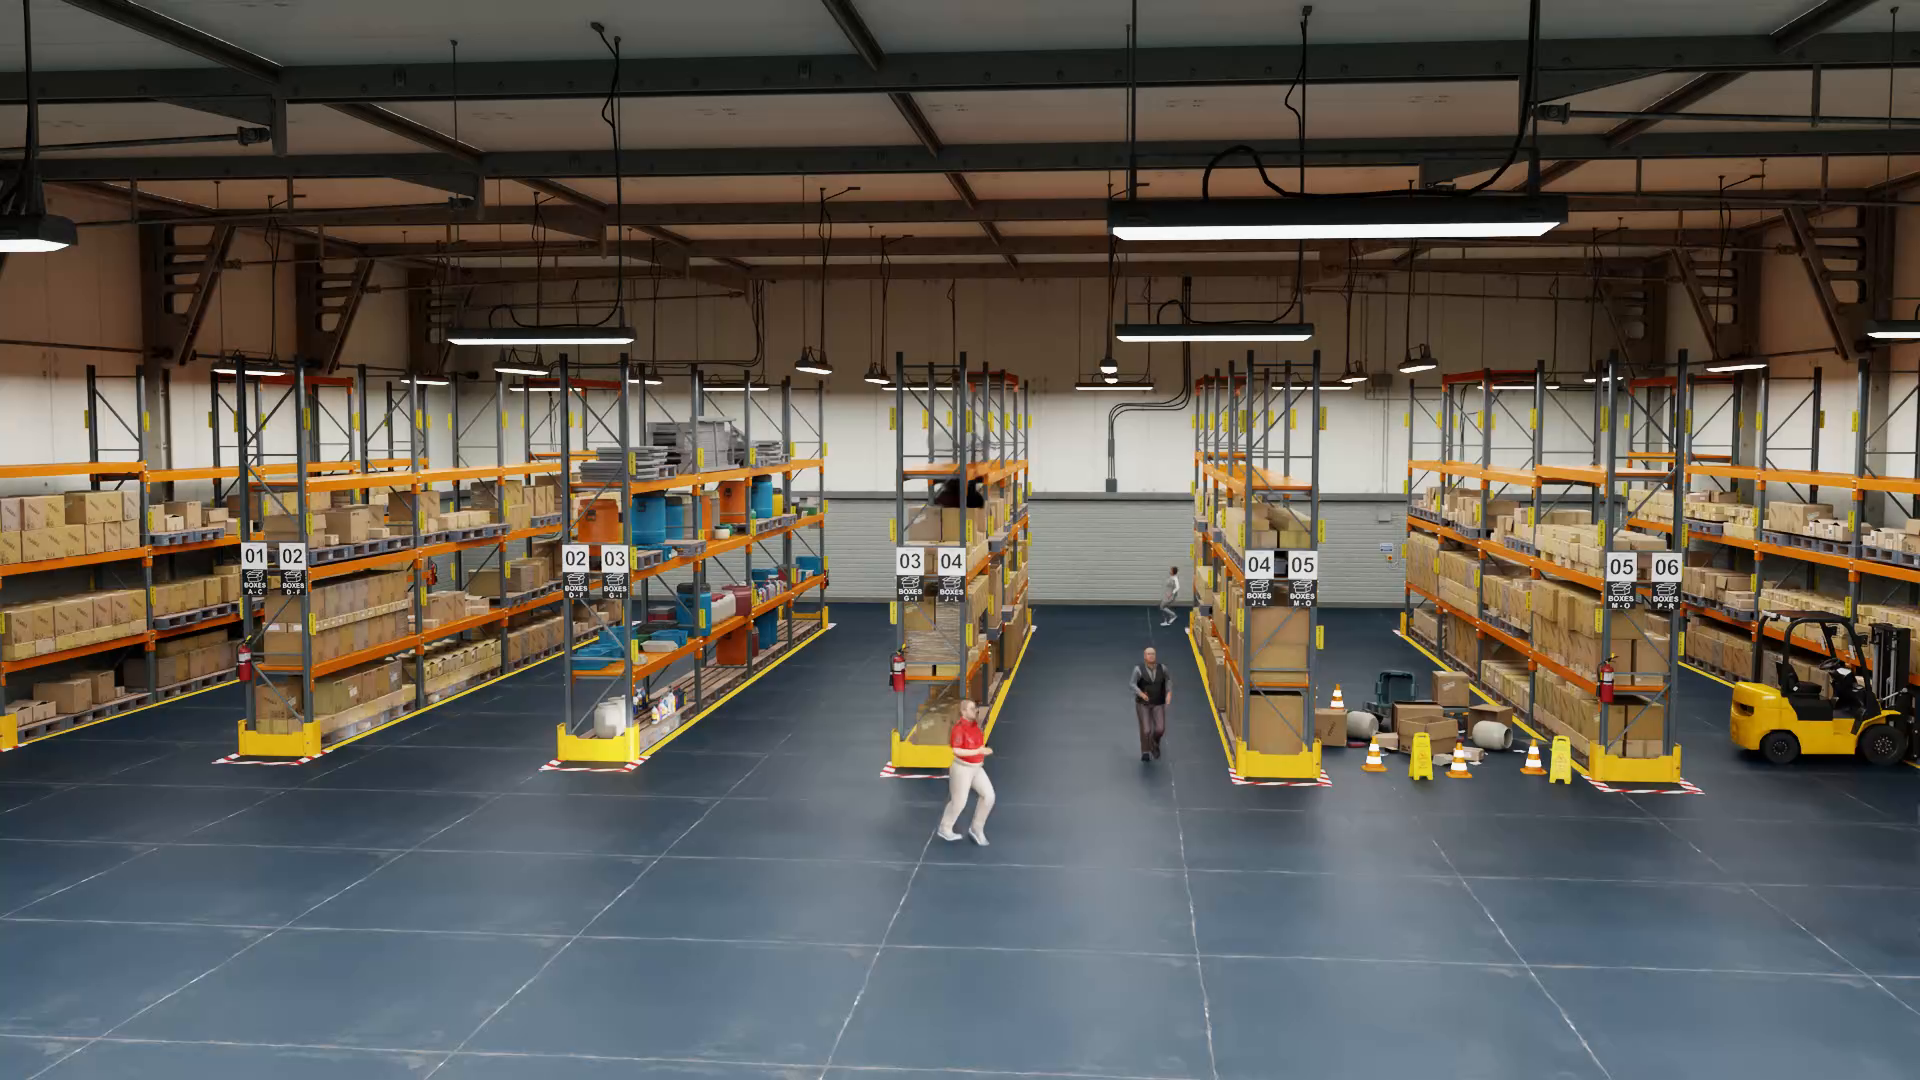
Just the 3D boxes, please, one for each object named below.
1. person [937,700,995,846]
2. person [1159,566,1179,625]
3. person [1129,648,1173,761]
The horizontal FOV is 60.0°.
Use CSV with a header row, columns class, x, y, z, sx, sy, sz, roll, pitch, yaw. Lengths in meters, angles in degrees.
class,x,y,z,sx,sy,sz,roll,pitch,yaw
person,0.106,2.764,19.614,0.801,1.776,0.611,3,5,36
person,5.105,1.341,40.694,0.476,1.439,0.626,0,4,3
person,2.826,2.421,24.408,0.689,1.677,0.586,0,4,-5
